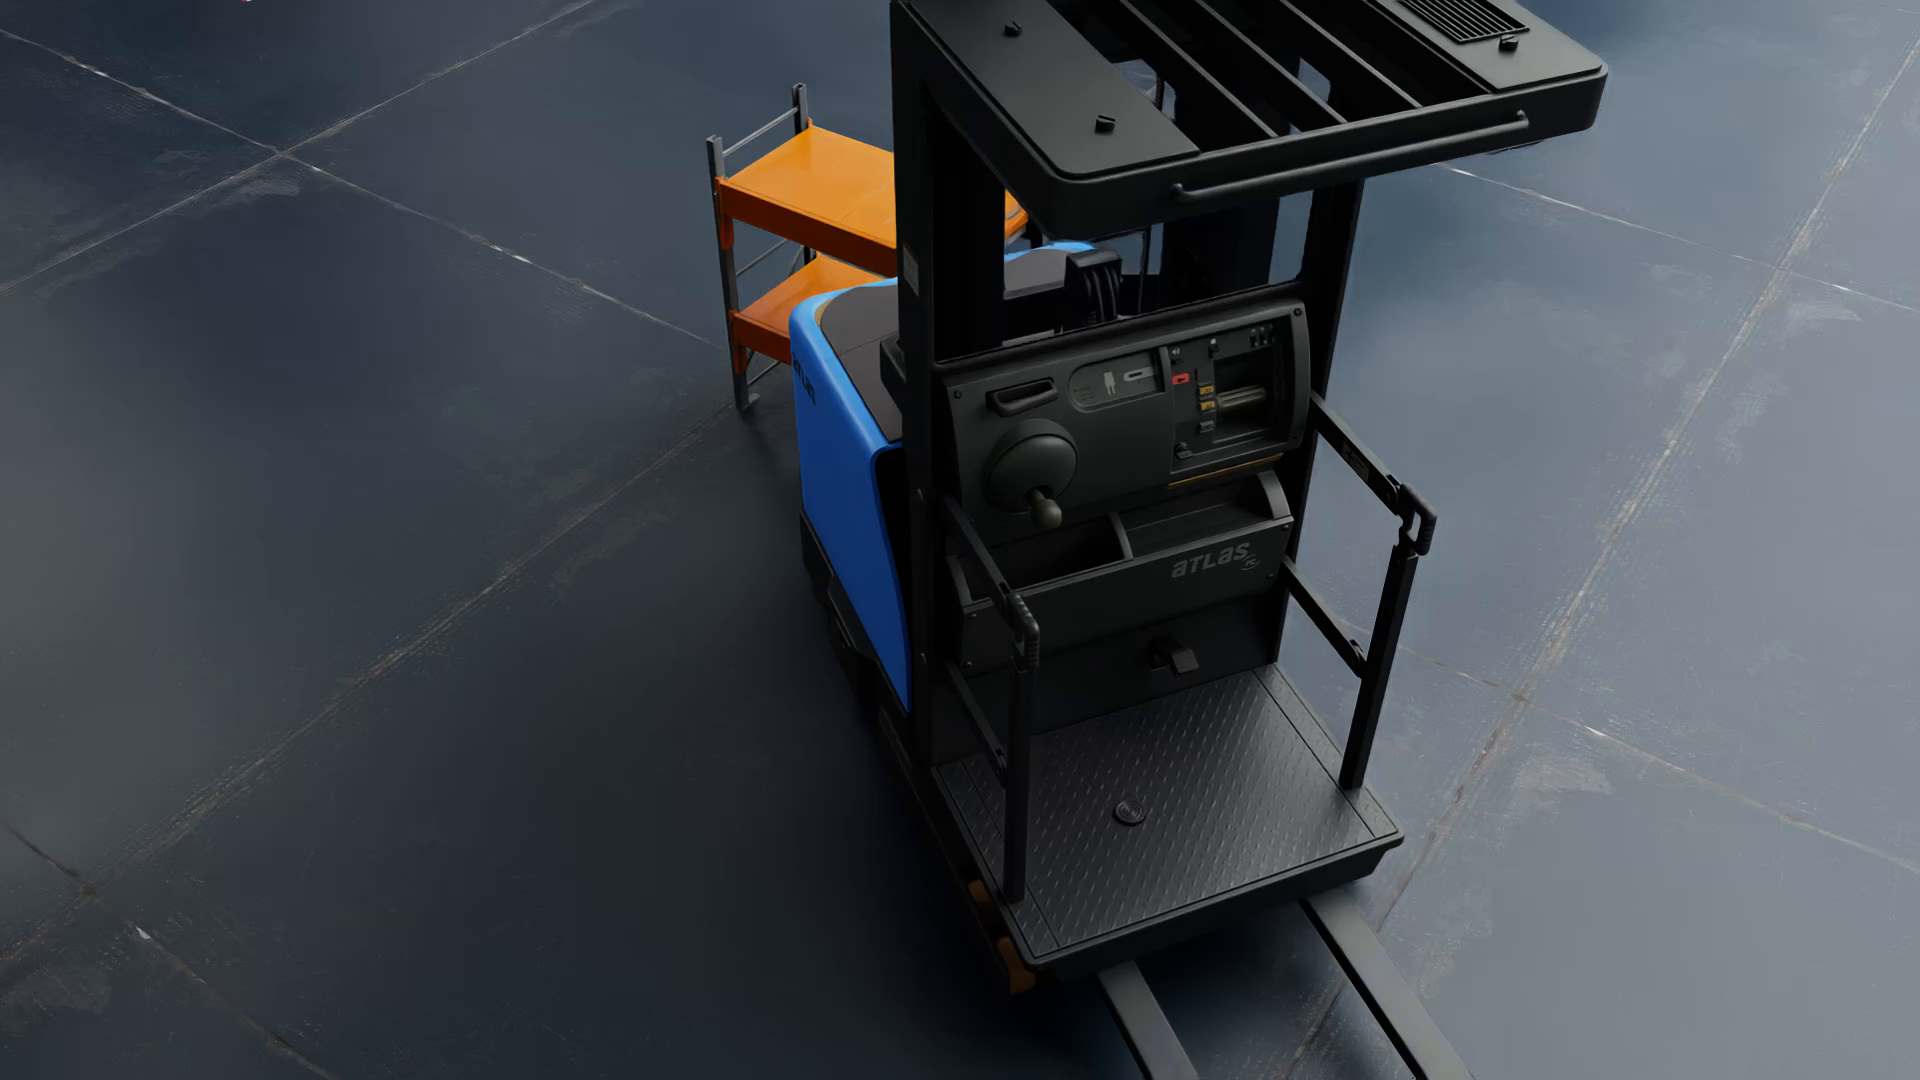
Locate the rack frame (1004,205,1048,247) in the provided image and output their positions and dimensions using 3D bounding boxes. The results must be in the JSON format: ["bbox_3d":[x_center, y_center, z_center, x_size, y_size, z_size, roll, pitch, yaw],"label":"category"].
[{"bbox_3d":[0.144,-0.667,5.648,0.032,1.125,0.500,25,47,25],"label":"rack frame"}]

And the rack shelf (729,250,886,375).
[{"bbox_3d":[-0.276,-0.676,6.026,1.000,0.278,0.538,25,47,25],"label":"rack shelf"}]

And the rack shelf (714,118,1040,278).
[{"bbox_3d":[-0.276,-1.076,5.667,1.000,0.278,0.538,25,47,25],"label":"rack shelf"}]

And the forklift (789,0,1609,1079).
[{"bbox_3d":[0.494,-0.215,3.789,1.130,2.935,3.031,-15,44,-16],"label":"forklift"}]

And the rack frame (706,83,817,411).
[{"bbox_3d":[-0.695,-1.050,6.077,0.032,1.125,0.500,25,47,25],"label":"rack frame"}]

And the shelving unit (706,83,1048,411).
[{"bbox_3d":[-0.276,-0.858,5.863,1.048,1.125,0.538,25,47,25],"label":"shelving unit"}]
